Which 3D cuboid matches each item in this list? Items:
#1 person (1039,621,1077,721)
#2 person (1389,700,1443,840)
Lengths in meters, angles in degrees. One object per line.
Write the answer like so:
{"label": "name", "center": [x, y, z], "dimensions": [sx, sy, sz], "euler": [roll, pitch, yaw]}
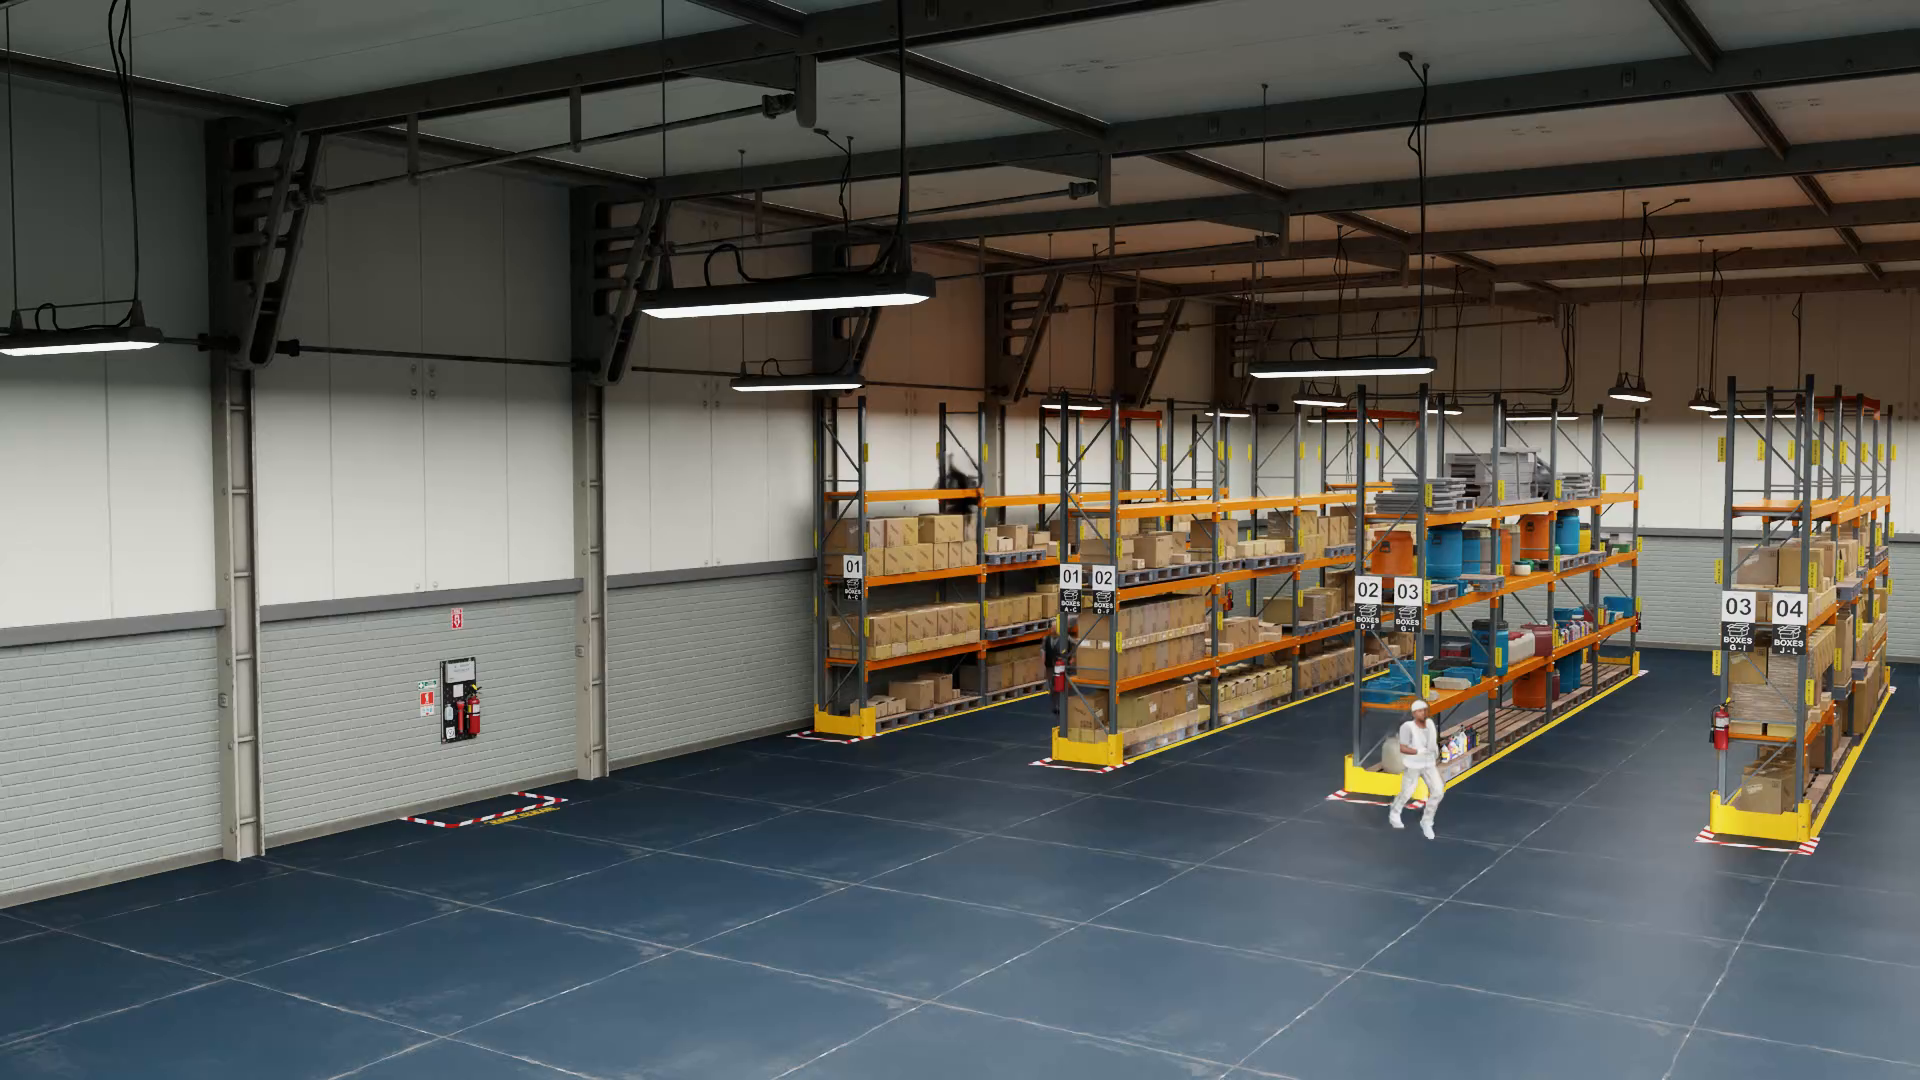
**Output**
{"label": "person", "center": [1.721, 2.326, 29.657], "dimensions": [0.671, 1.783, 0.733], "euler": [2, 3, 30]}
{"label": "person", "center": [5.986, 2.974, 21.662], "dimensions": [0.694, 1.807, 0.901], "euler": [-1, 3, -17]}
